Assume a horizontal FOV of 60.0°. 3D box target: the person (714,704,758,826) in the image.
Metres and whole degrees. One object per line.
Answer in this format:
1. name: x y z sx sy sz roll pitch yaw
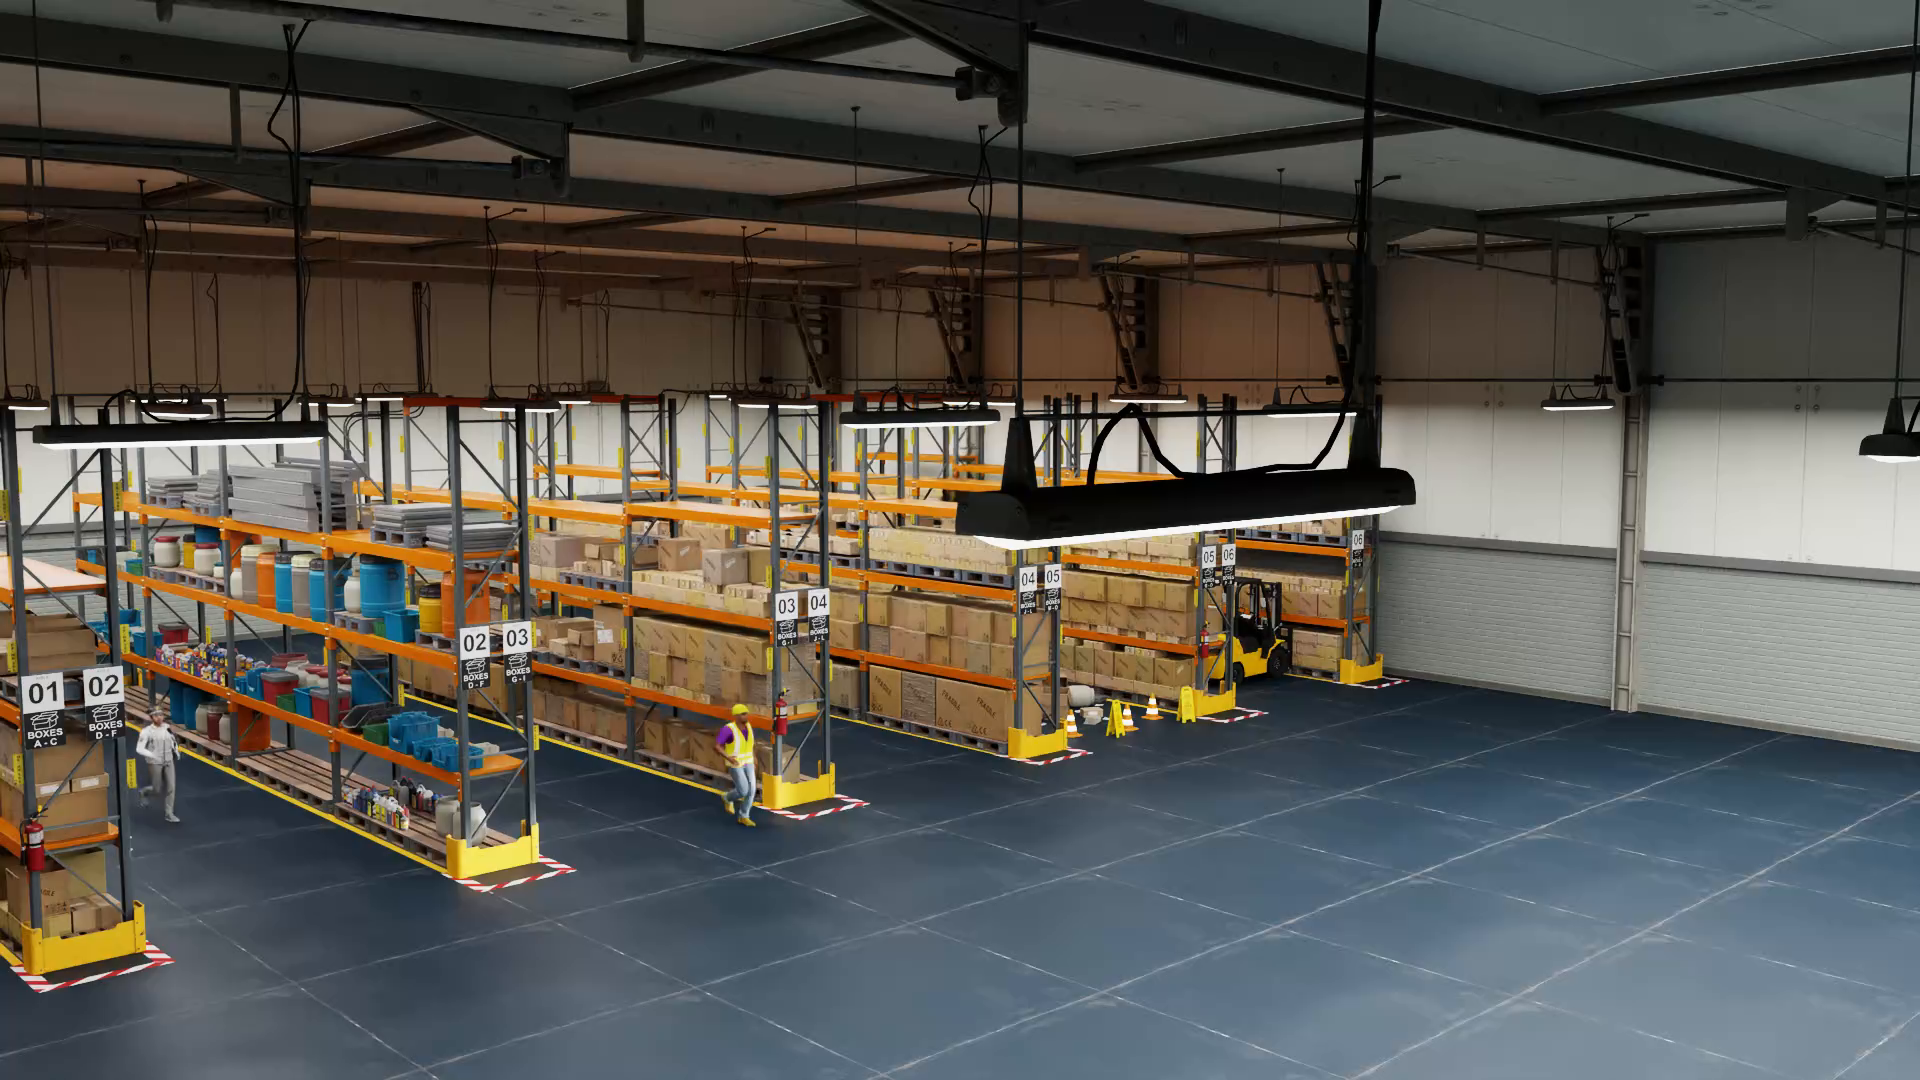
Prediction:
1. person: -3.157 3.177 23.707 0.602 1.708 0.737 5 8 44

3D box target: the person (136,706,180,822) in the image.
1. person: -11.521 3.197 23.908 0.861 1.661 0.579 4 7 35
